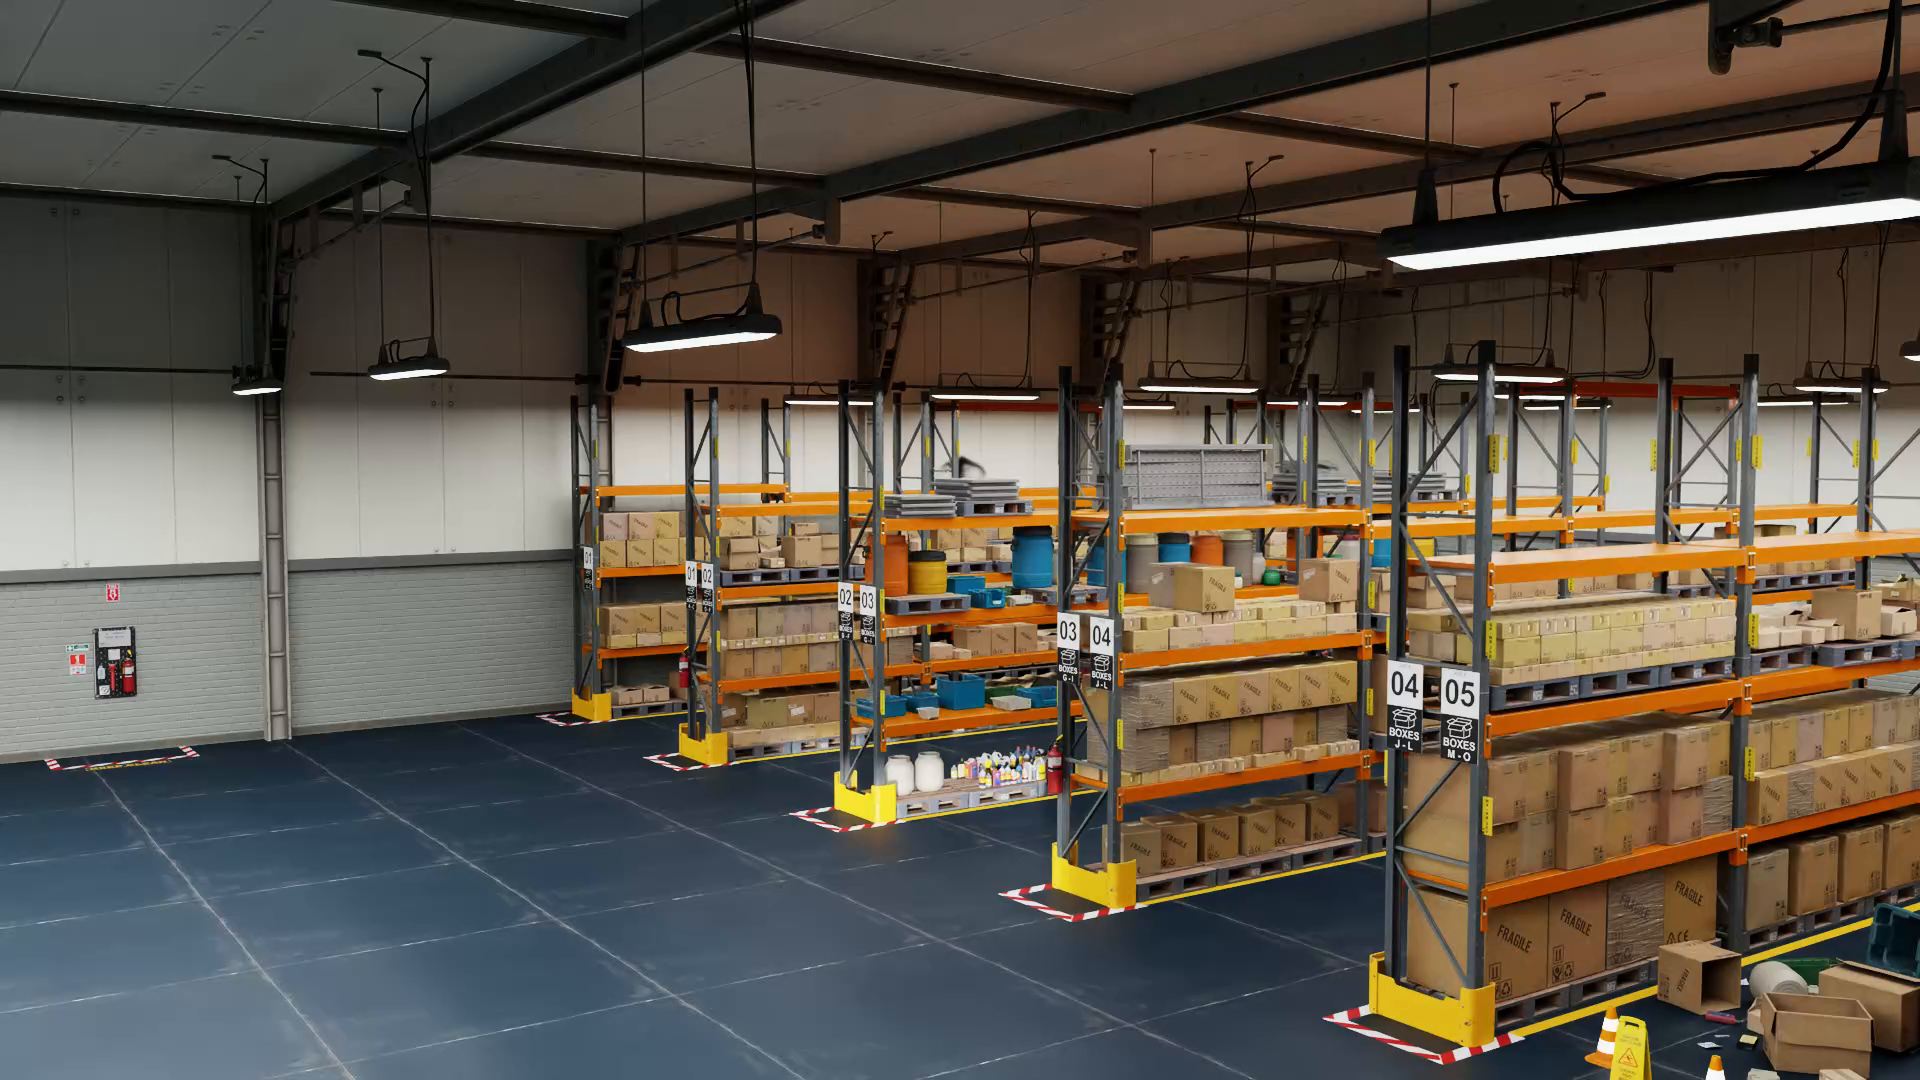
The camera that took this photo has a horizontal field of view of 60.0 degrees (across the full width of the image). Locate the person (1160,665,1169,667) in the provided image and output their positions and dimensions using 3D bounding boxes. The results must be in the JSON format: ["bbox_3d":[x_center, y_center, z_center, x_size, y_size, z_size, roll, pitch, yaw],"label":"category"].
[{"bbox_3d":[3.787,2.662,29.181,0.801,1.507,0.600,-2,4,-29],"label":"person"}]
